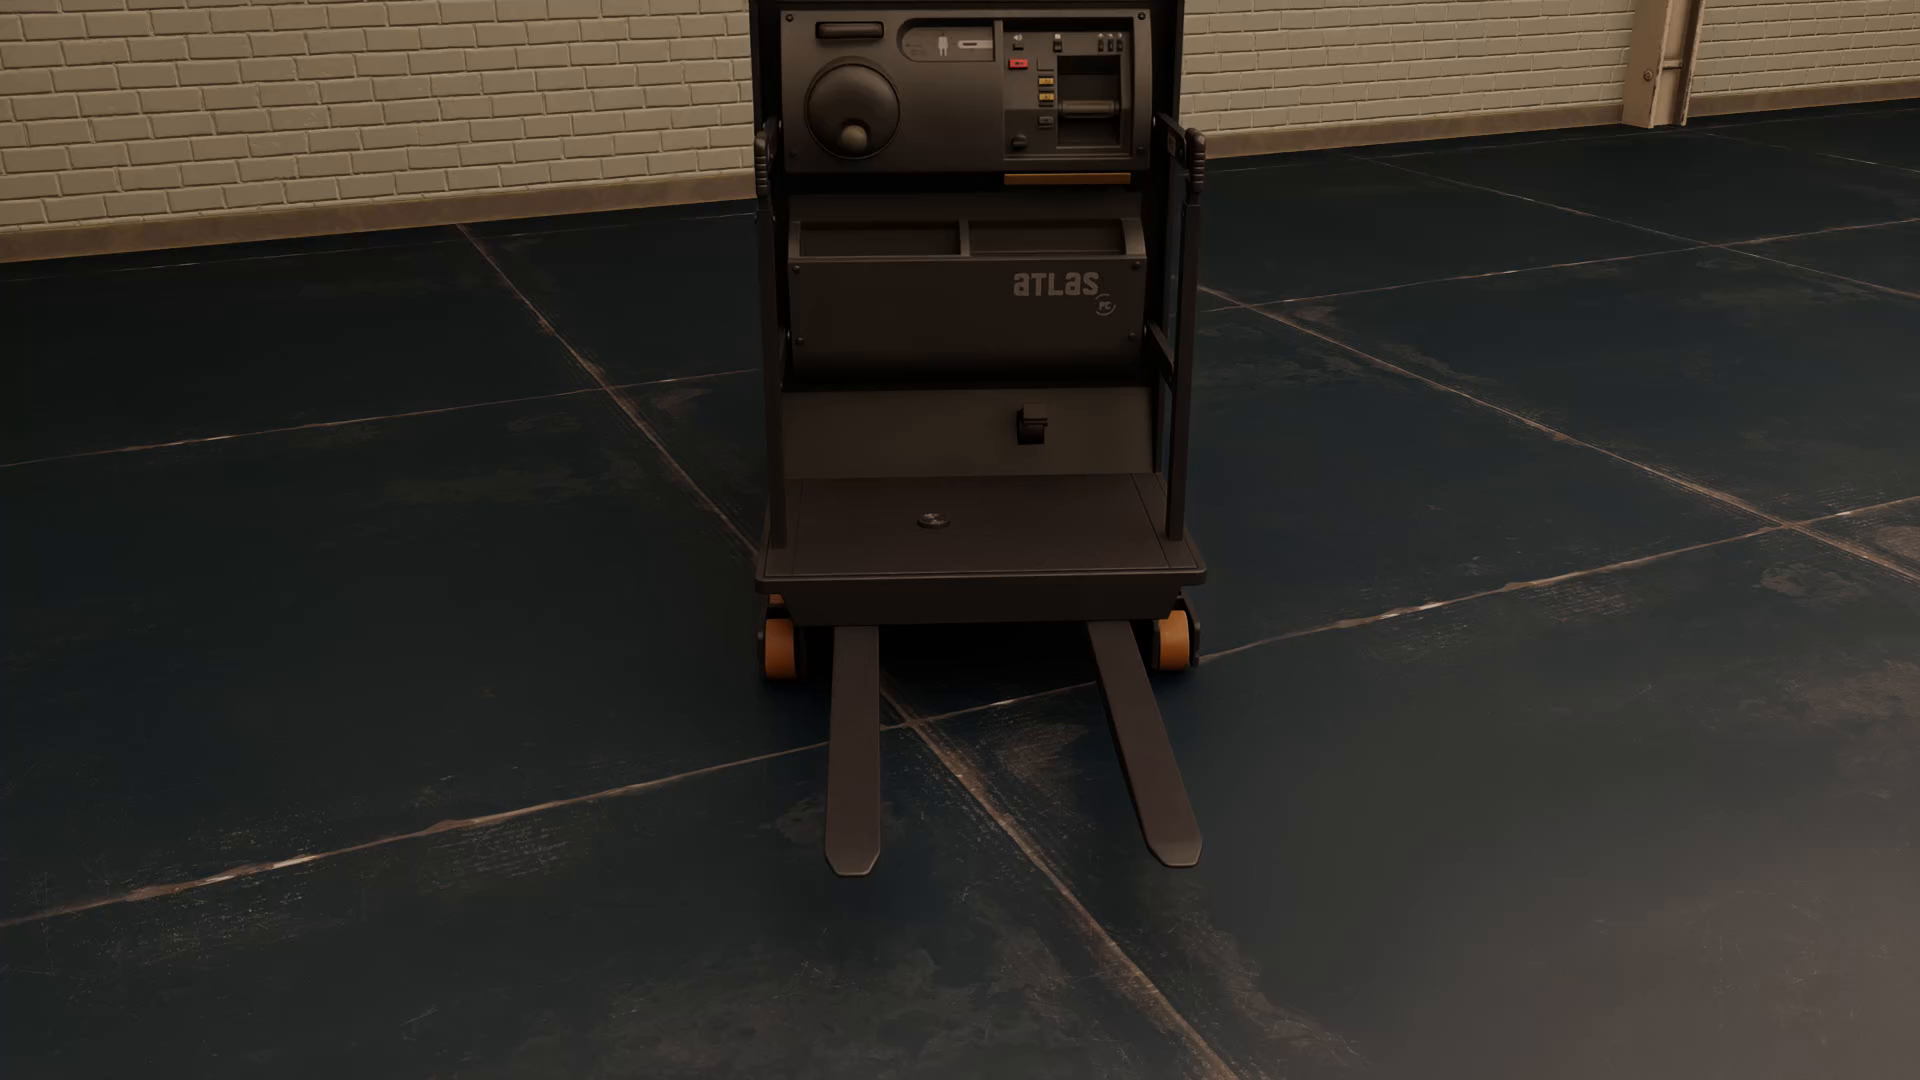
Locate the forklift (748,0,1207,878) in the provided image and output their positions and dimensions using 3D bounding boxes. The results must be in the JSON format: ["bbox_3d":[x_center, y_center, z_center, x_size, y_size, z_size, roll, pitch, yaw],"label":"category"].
[{"bbox_3d":[0.030,-1.120,3.982,1.130,2.935,3.031,-1,23,-3],"label":"forklift"}]
